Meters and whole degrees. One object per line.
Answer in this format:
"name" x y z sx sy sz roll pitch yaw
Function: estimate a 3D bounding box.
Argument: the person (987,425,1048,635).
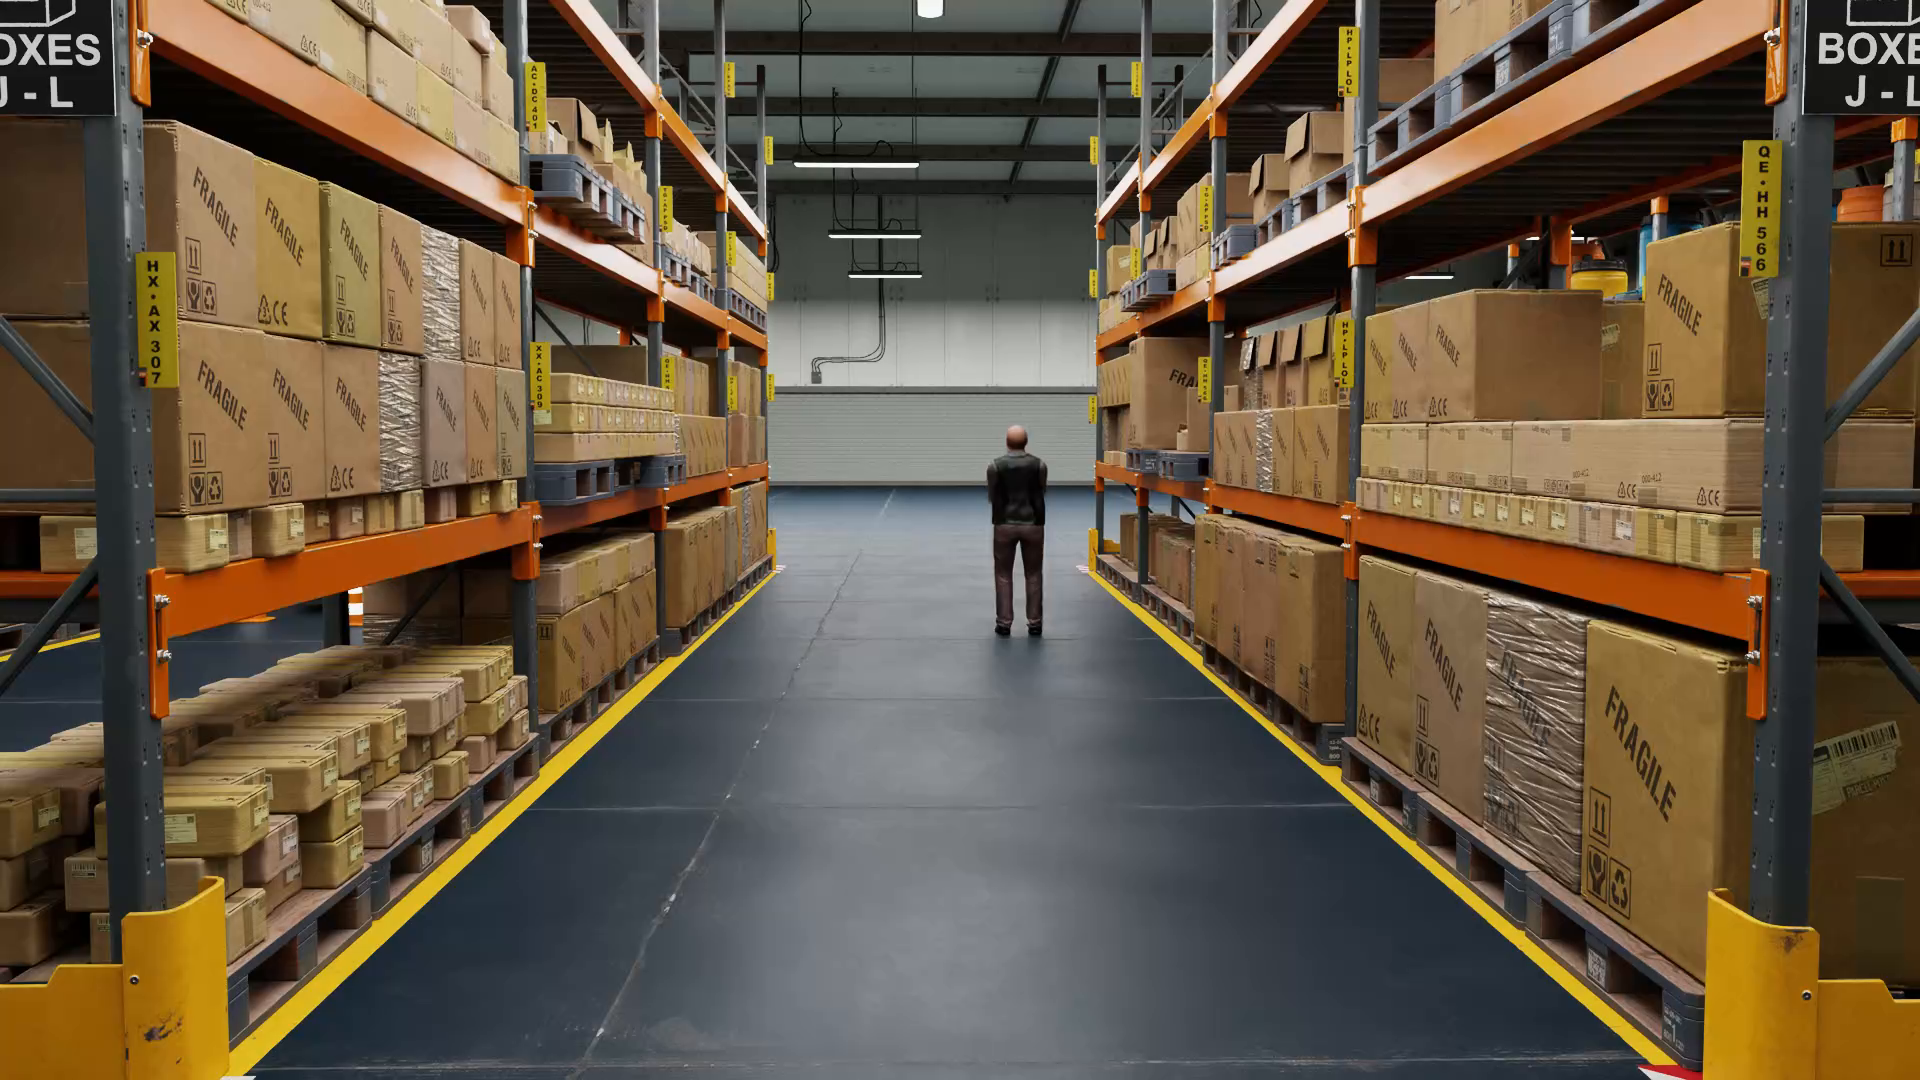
"person" 0.468 -0.089 13.816 0.502 1.718 0.552 0 4 -2
